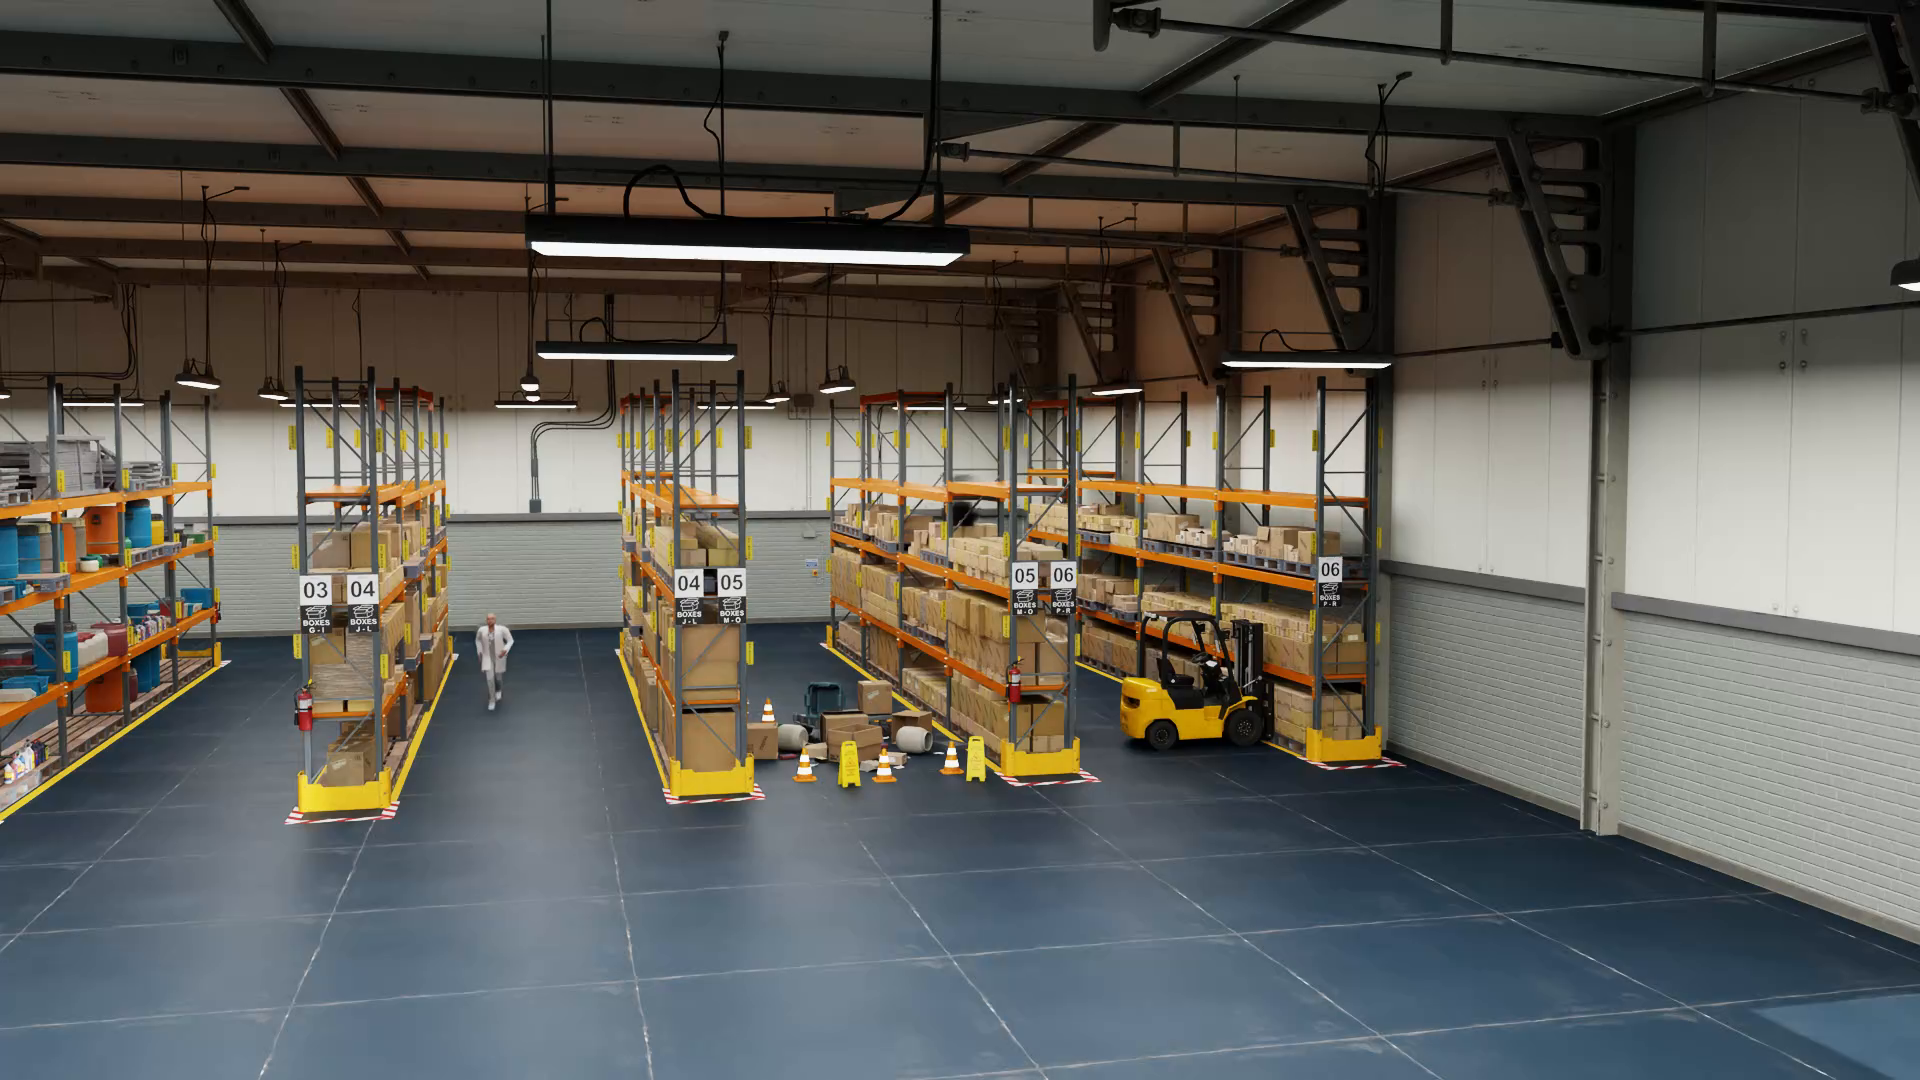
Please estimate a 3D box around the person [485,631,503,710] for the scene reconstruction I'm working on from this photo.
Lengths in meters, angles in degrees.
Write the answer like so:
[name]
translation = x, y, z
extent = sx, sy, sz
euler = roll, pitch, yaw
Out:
[person]
translation = -8.752, 2.387, 31.259
extent = 0.624, 1.557, 0.817
euler = 0, 3, -6
